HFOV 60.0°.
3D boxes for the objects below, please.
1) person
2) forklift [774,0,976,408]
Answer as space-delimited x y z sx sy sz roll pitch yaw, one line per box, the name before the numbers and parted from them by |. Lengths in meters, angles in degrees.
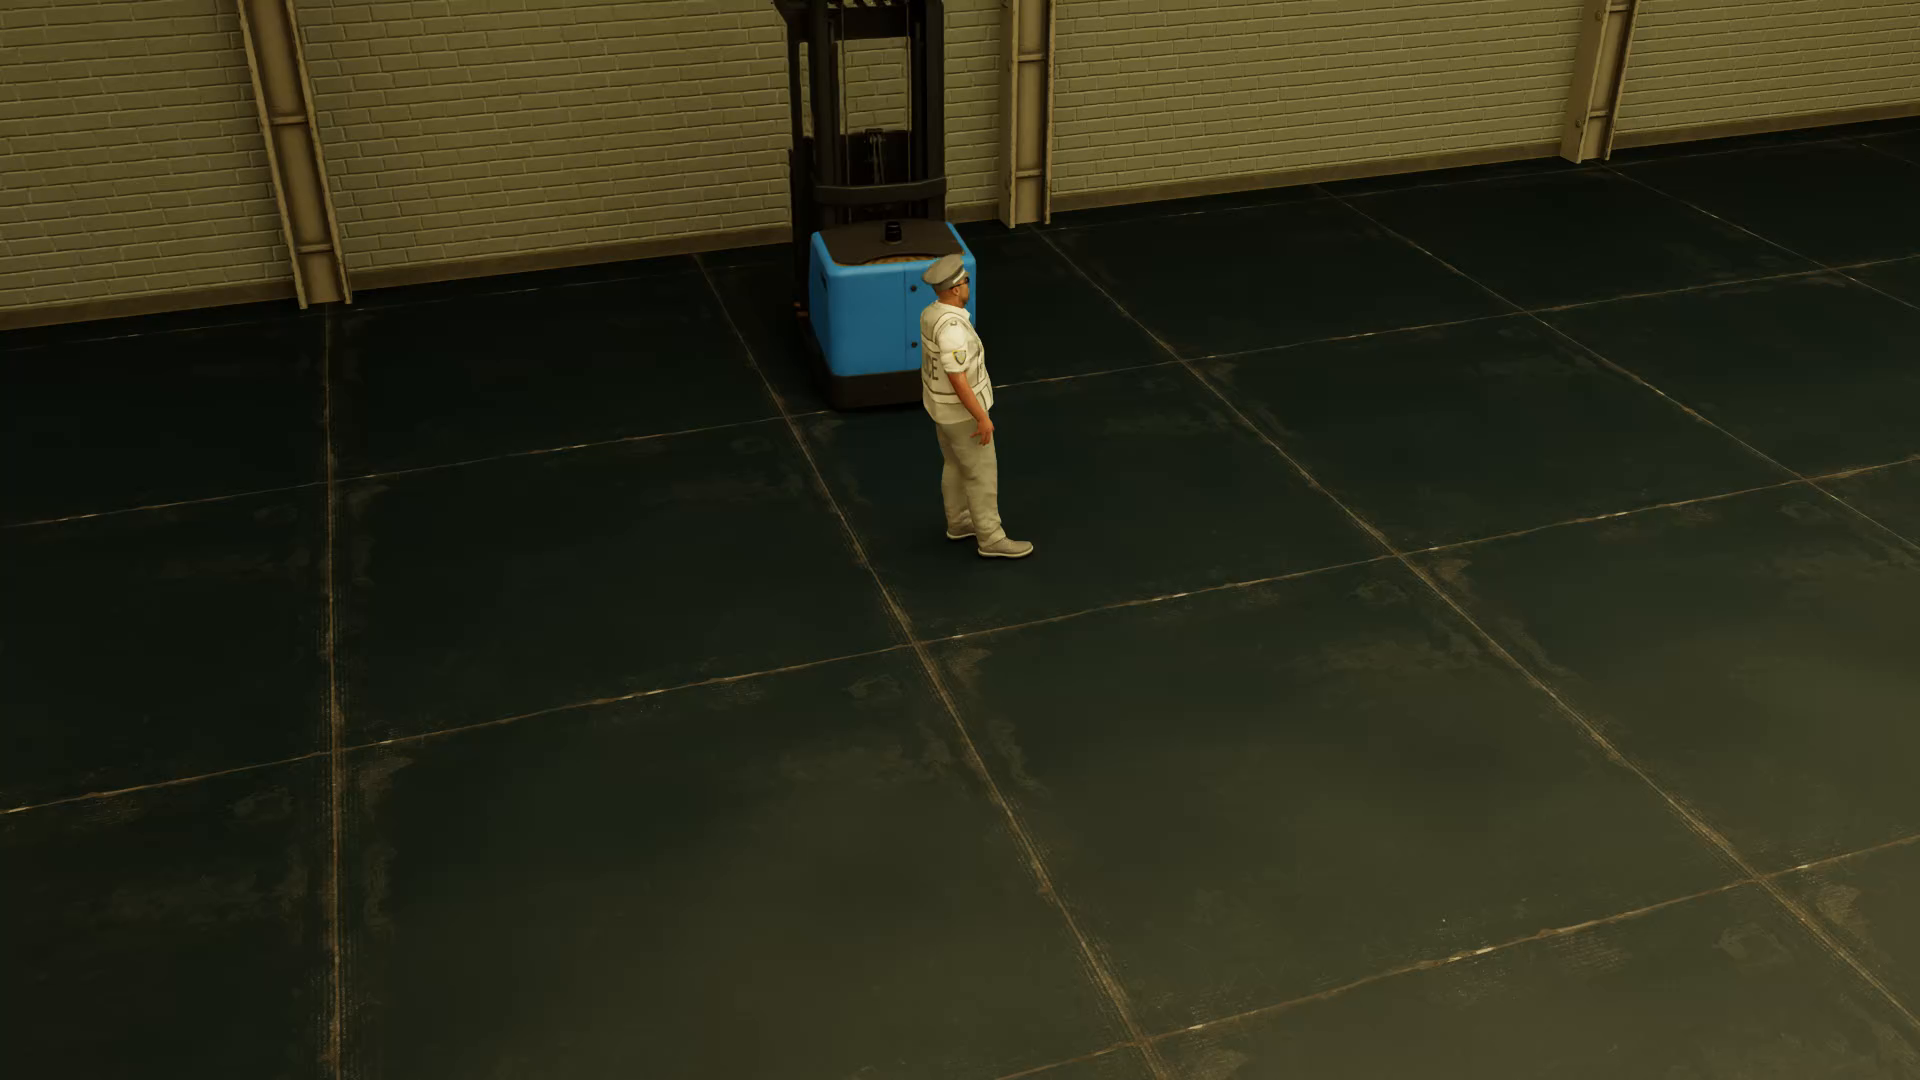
person | 0.077 -0.785 9.589 0.575 1.781 0.640 -10 31 -16
forklift | -0.707 -2.897 12.122 1.130 2.935 3.031 -7 31 -11
